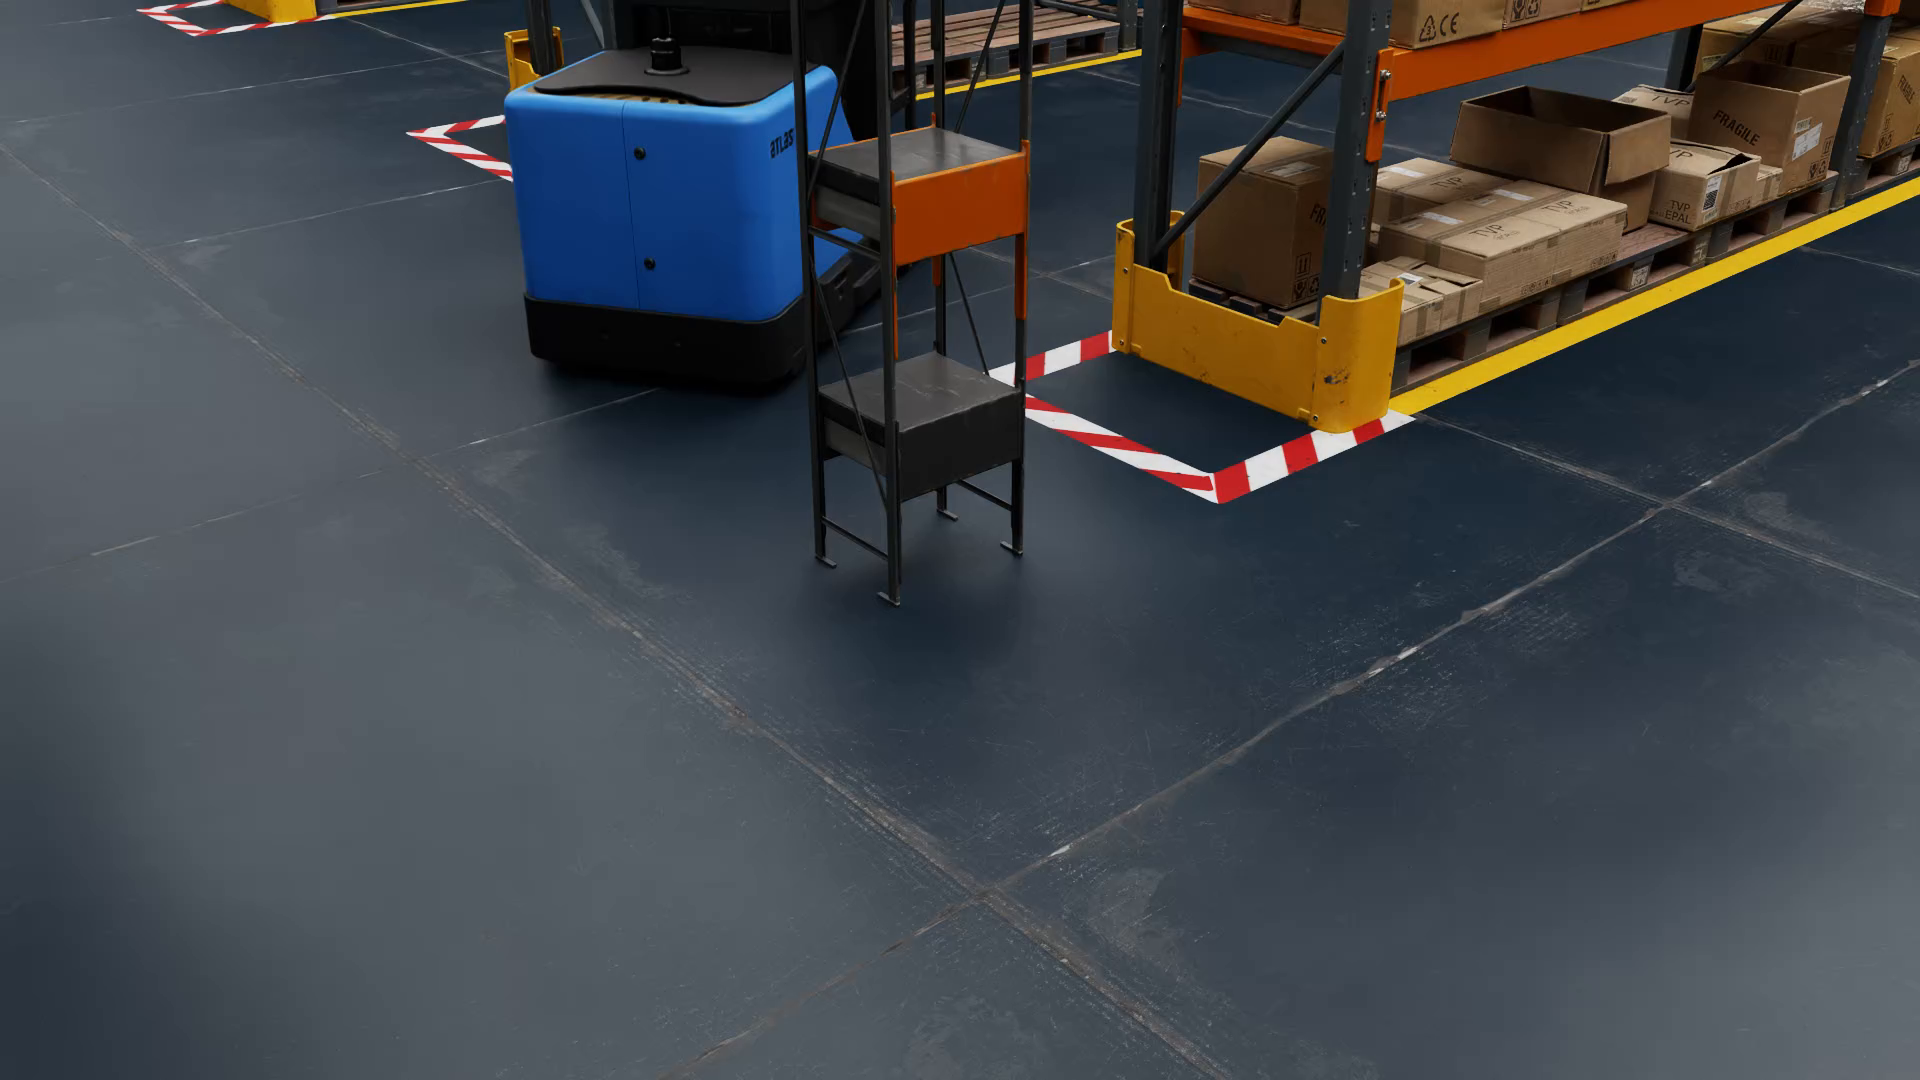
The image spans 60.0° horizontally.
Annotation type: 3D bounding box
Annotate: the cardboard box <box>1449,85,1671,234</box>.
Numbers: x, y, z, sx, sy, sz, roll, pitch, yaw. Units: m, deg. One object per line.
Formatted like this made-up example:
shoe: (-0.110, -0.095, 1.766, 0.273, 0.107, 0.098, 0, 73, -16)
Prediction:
cardboard box: (2.654, -1.670, 7.375, 0.637, 0.503, 0.797, -22, 35, -35)

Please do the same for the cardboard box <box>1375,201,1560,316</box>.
cardboard box: (2.015, -1.129, 6.631, 0.500, 0.250, 0.500, -22, 35, -35)

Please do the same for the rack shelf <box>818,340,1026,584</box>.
rack shelf: (-0.126, -0.246, 4.997, 0.480, 0.518, 0.431, -22, 35, -35)

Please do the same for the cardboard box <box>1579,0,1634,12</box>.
cardboard box: (2.318, -2.328, 6.317, 0.500, 0.500, 0.500, -22, 35, -35)

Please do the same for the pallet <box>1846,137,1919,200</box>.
pallet: (4.674, -2.186, 9.117, 1.213, 0.211, 1.003, -22, 35, -35)

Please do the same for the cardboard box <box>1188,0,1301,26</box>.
cardboard box: (1.201, -2.209, 6.094, 0.500, 0.500, 0.500, -21, 34, -33)

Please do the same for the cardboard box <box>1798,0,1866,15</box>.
cardboard box: (5.033, -2.800, 9.493, 0.500, 0.500, 0.500, -21, 35, -34)

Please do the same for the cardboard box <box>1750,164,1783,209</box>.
cardboard box: (3.584, -1.678, 7.766, 0.250, 0.149, 0.380, -22, 35, -35)

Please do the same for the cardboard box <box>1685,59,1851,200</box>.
cardboard box: (3.831, -1.969, 7.938, 0.500, 0.500, 0.500, -22, 35, -35)

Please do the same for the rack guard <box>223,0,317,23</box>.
rack guard: (-5.408, -4.373, 12.903, 0.348, 0.500, 1.175, -22, 35, -35)

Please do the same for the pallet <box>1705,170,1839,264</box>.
pallet: (3.557, -1.714, 8.234, 1.213, 0.211, 1.003, -22, 35, -35)

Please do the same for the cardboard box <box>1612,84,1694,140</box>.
cardboard box: (3.620, -2.111, 8.404, 0.500, 0.311, 0.500, -22, 35, -35)

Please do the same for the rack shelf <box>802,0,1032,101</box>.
rack shelf: (-0.126, -1.481, 4.337, 0.480, 0.518, 0.431, -22, 35, -35)

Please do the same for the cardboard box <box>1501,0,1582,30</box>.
cardboard box: (1.935, -2.175, 6.031, 0.500, 0.500, 0.500, -22, 35, -35)

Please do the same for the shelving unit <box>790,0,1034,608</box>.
shelving unit: (-0.126, -0.875, 4.660, 0.503, 2.100, 0.431, -22, 35, -35)

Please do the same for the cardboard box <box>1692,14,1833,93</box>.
cardboard box: (4.269, -2.499, 8.929, 0.500, 0.500, 0.500, -22, 35, -35)

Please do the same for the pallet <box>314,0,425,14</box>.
pallet: (-4.832, -4.526, 13.495, 1.213, 0.211, 1.003, -22, 35, -35)

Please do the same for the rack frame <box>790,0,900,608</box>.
rack frame: (-0.312, -0.801, 4.521, 0.015, 2.100, 0.400, -22, 35, -35)

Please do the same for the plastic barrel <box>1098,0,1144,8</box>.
plastic barrel: (1.293, -4.351, 11.990, 0.708, 0.901, 0.600, -22, 35, -35)

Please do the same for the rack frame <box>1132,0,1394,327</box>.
rack frame: (1.037, -1.930, 5.679, 0.127, 3.000, 1.000, -22, 35, -35)

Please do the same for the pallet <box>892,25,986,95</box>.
pallet: (-0.595, -3.087, 10.803, 1.213, 0.211, 1.003, -22, 35, -35)

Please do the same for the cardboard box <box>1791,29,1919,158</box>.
cardboard box: (4.606, -2.306, 8.568, 0.500, 0.500, 0.500, -24, 36, -37)

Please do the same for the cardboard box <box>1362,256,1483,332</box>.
cardboard box: (1.769, -0.956, 6.395, 0.250, 0.166, 0.380, -22, 35, -35)

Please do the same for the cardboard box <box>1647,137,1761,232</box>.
cardboard box: (3.260, -1.656, 7.553, 0.500, 0.311, 0.500, -22, 35, -35)

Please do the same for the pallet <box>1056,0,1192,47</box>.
pallet: (1.482, -3.922, 12.365, 1.213, 0.211, 1.003, -22, 35, -35)

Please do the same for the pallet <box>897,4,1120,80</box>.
pallet: (0.334, -3.462, 11.505, 1.213, 0.211, 1.003, -22, 35, -35)

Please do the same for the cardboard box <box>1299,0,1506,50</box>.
cardboard box: (1.546, -2.015, 5.733, 0.500, 0.500, 0.500, -21, 35, -34)

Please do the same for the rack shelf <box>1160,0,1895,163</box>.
rack shelf: (2.558, -2.225, 6.993, 4.000, 0.370, 1.077, -22, 35, -35)

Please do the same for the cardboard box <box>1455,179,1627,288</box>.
cardboard box: (2.395, -1.282, 6.917, 0.500, 0.250, 0.500, -22, 35, -35)

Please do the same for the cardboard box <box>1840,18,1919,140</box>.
cardboard box: (5.005, -2.473, 8.880, 0.500, 0.500, 0.500, -21, 35, -34)

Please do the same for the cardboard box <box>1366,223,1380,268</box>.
cardboard box: (1.657, -1.221, 6.891, 0.250, 0.166, 0.380, -22, 35, -35)

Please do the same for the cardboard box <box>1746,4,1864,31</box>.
cardboard box: (4.651, -2.647, 9.206, 0.500, 0.500, 0.500, -22, 35, -35)

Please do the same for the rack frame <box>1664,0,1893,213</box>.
rack frame: (4.080, -3.154, 7.969, 0.127, 3.000, 1.000, -22, 35, -35)

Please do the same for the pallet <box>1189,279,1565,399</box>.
pallet: (1.701, -0.968, 6.837, 1.213, 0.211, 1.003, -22, 35, -35)

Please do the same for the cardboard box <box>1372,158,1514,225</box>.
cardboard box: (2.033, -1.446, 7.224, 0.500, 0.250, 0.500, -22, 35, -35)

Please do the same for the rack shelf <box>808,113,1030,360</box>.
rack shelf: (-0.126, -0.863, 4.667, 0.480, 0.518, 0.431, -22, 35, -35)

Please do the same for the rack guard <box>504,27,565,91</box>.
rack guard: (-2.185, -2.593, 9.571, 0.348, 0.500, 1.175, -22, 35, -35)

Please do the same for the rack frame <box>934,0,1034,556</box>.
rack frame: (0.060, -0.950, 4.800, 0.015, 2.100, 0.400, -22, 35, -35)

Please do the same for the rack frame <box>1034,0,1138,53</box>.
rack frame: (0.868, -4.931, 11.294, 0.127, 3.000, 1.000, -22, 35, -35)

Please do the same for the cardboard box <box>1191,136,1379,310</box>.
cardboard box: (1.291, -1.276, 6.641, 0.500, 0.500, 0.500, -22, 35, -35)

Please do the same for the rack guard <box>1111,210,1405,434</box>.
rack guard: (1.095, -0.851, 6.312, 0.348, 0.500, 1.175, -22, 35, -35)

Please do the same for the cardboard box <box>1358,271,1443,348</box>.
cardboard box: (1.579, -0.872, 6.256, 0.250, 0.149, 0.380, -22, 35, -35)

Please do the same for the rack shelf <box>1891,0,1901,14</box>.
rack shelf: (5.601, -3.448, 9.283, 4.000, 0.370, 1.077, -22, 35, -35)

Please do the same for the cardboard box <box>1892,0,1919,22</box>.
cardboard box: (5.367, -2.943, 8.963, 0.500, 0.250, 0.500, -22, 35, -35)

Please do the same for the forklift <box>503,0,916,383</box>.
forklift: (-0.768, -2.554, 6.919, 1.130, 2.935, 3.031, 8, 29, 14)

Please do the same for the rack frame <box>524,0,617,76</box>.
rack frame: (-2.175, -3.707, 9.005, 0.127, 3.000, 1.000, -22, 35, -35)

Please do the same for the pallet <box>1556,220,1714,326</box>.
pallet: (2.628, -1.339, 7.532, 1.213, 0.211, 1.003, -22, 35, -35)
